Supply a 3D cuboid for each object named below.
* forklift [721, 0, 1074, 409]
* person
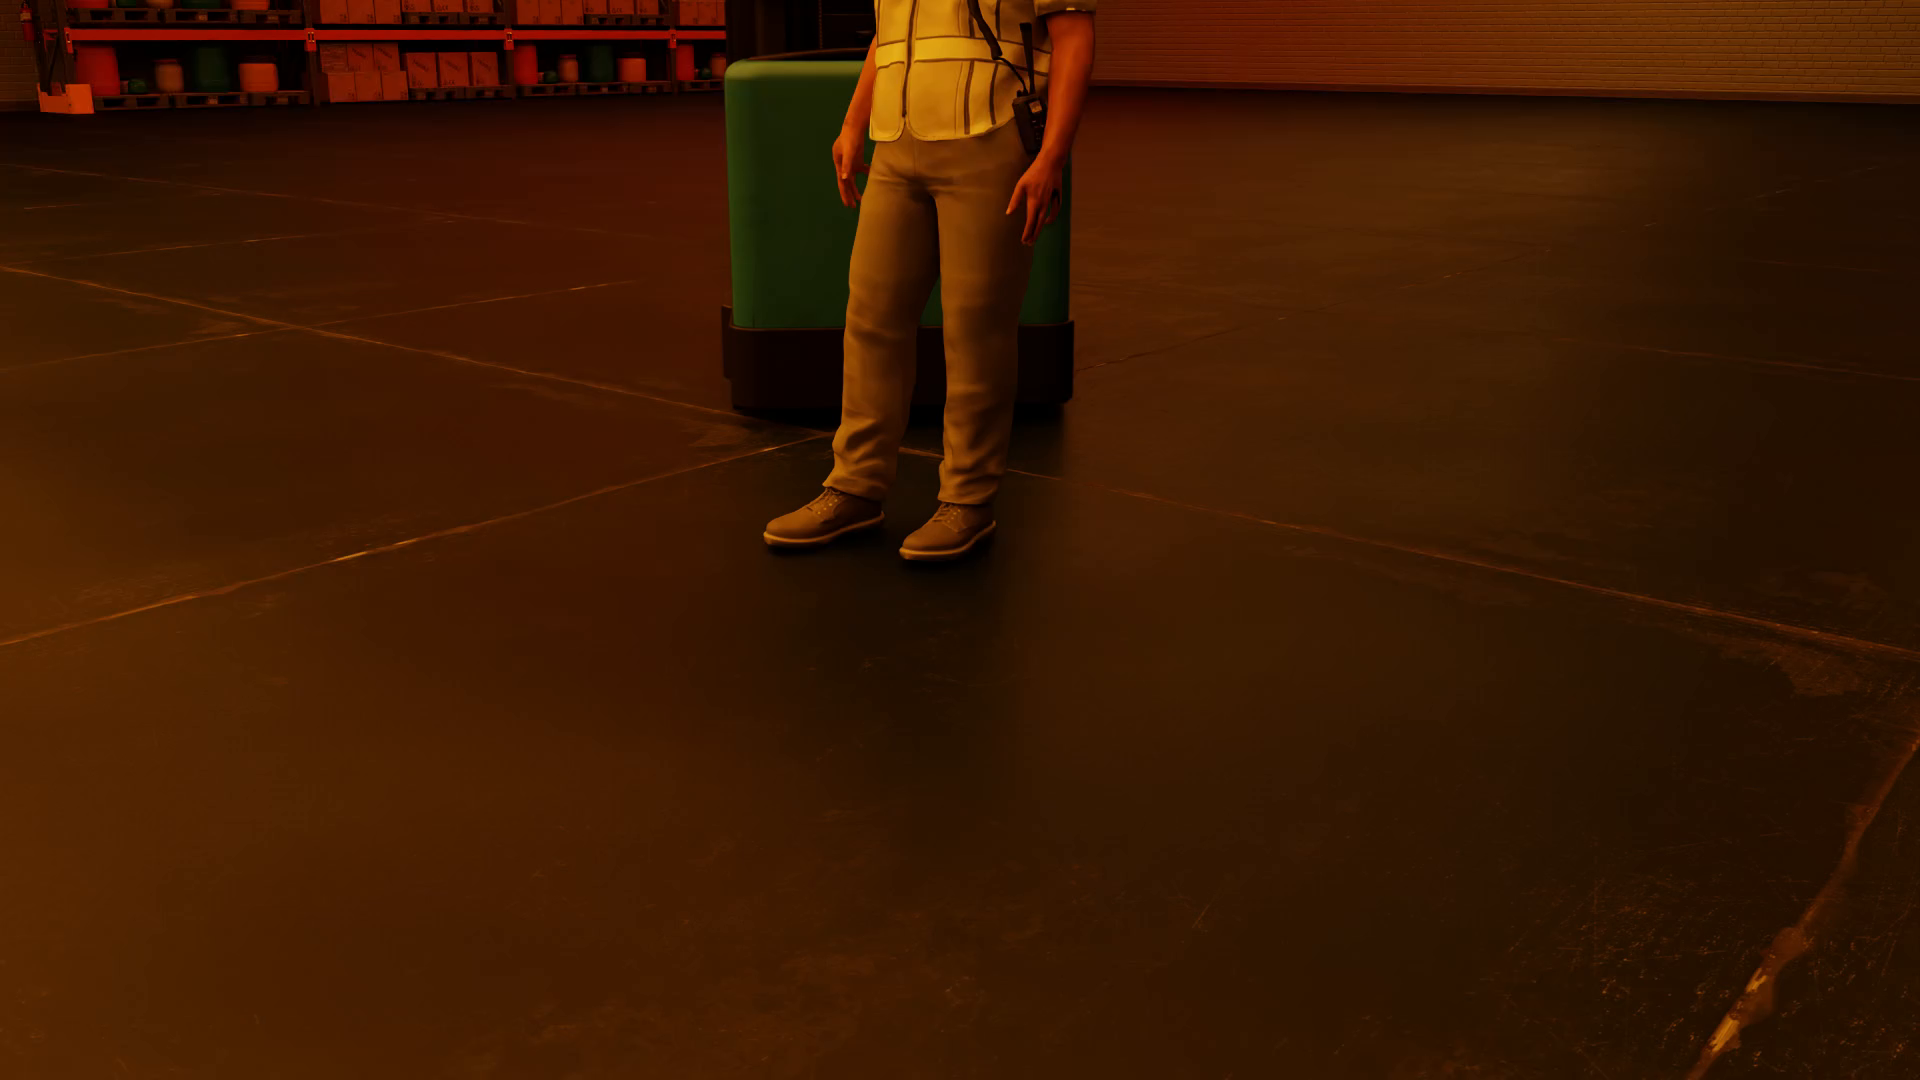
[{"bbox_3d":[-0.311,-2.176,6.064,1.130,2.935,3.031,-2,17,-5],"label":"forklift"},{"bbox_3d":[-0.059,-0.844,3.631,0.640,1.780,0.575,13,21,37],"label":"person"}]
